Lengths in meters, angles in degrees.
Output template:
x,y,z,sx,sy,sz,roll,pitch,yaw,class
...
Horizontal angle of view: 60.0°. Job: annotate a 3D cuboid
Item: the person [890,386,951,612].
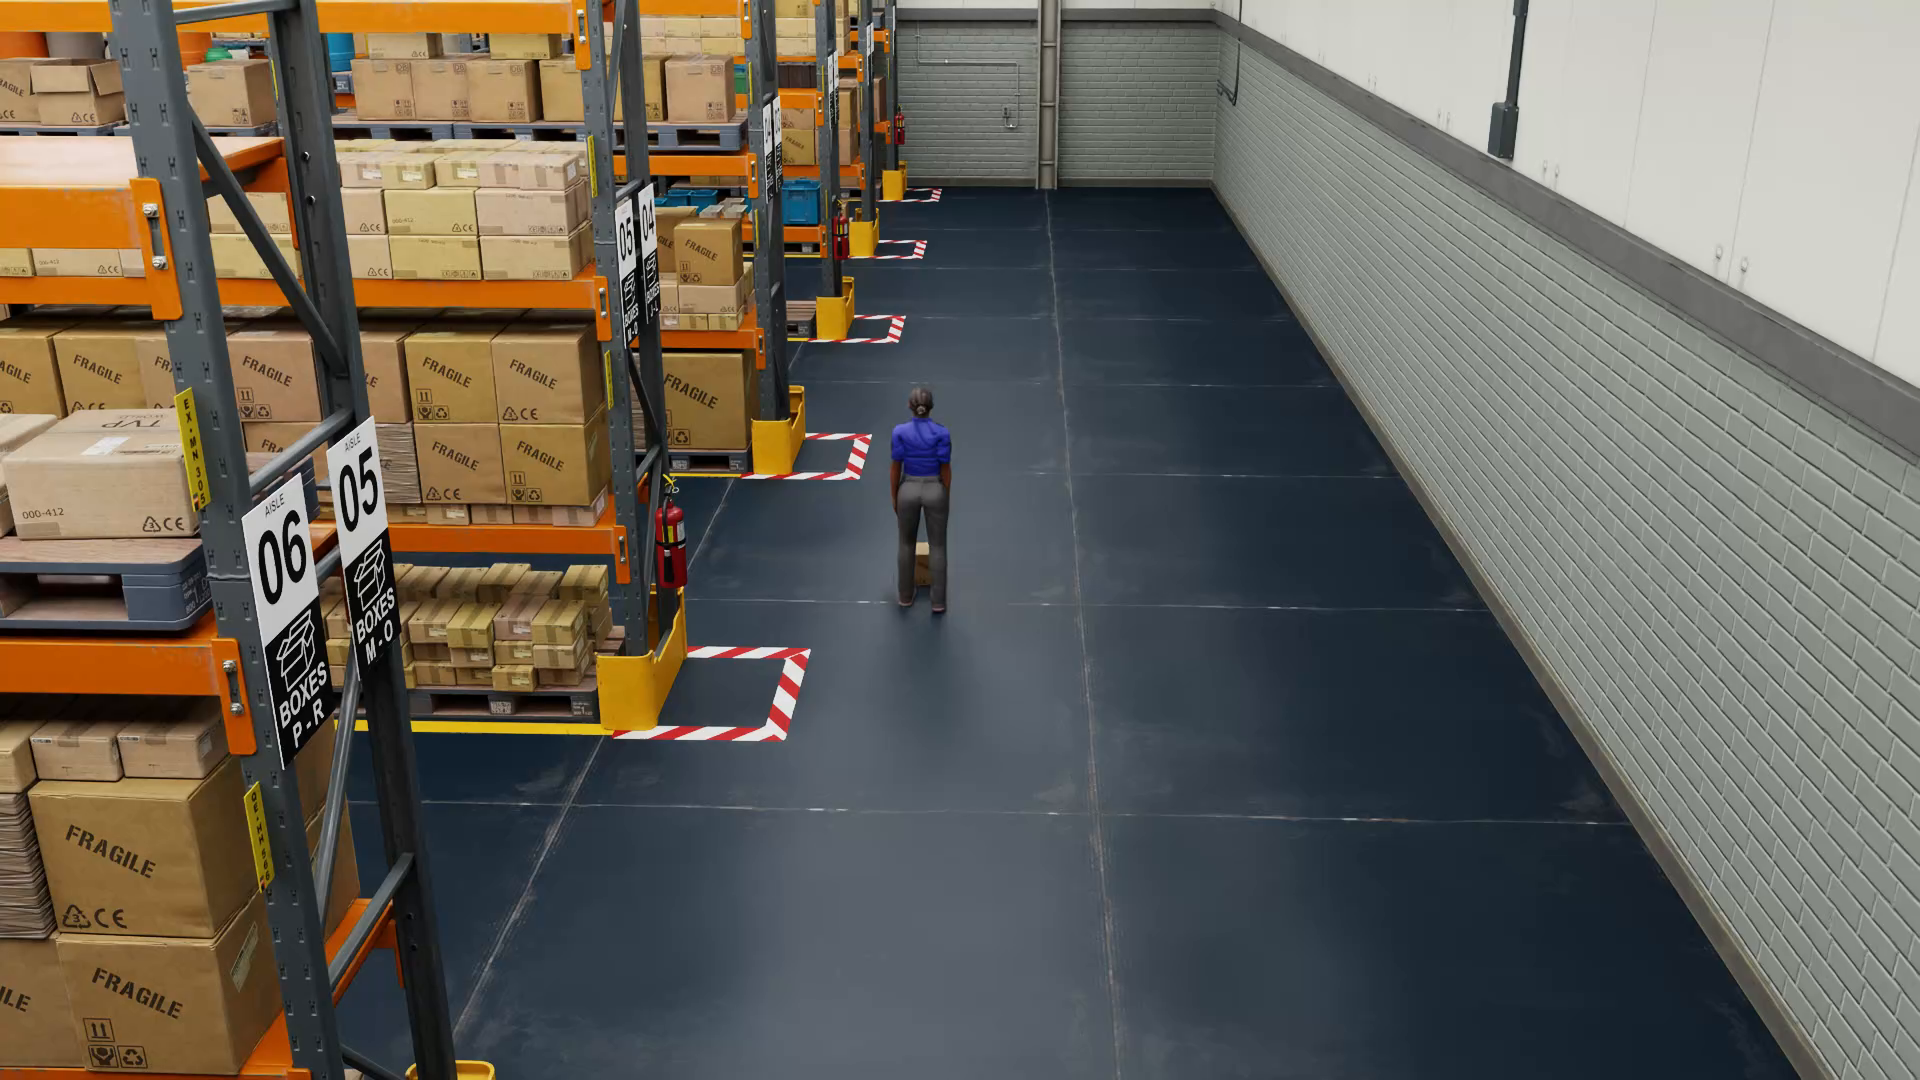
x,y,z,sx,sy,sz,roll,pitch,yaw,class
-0.275,-0.304,11.903,0.438,1.640,0.380,1,21,3,person
